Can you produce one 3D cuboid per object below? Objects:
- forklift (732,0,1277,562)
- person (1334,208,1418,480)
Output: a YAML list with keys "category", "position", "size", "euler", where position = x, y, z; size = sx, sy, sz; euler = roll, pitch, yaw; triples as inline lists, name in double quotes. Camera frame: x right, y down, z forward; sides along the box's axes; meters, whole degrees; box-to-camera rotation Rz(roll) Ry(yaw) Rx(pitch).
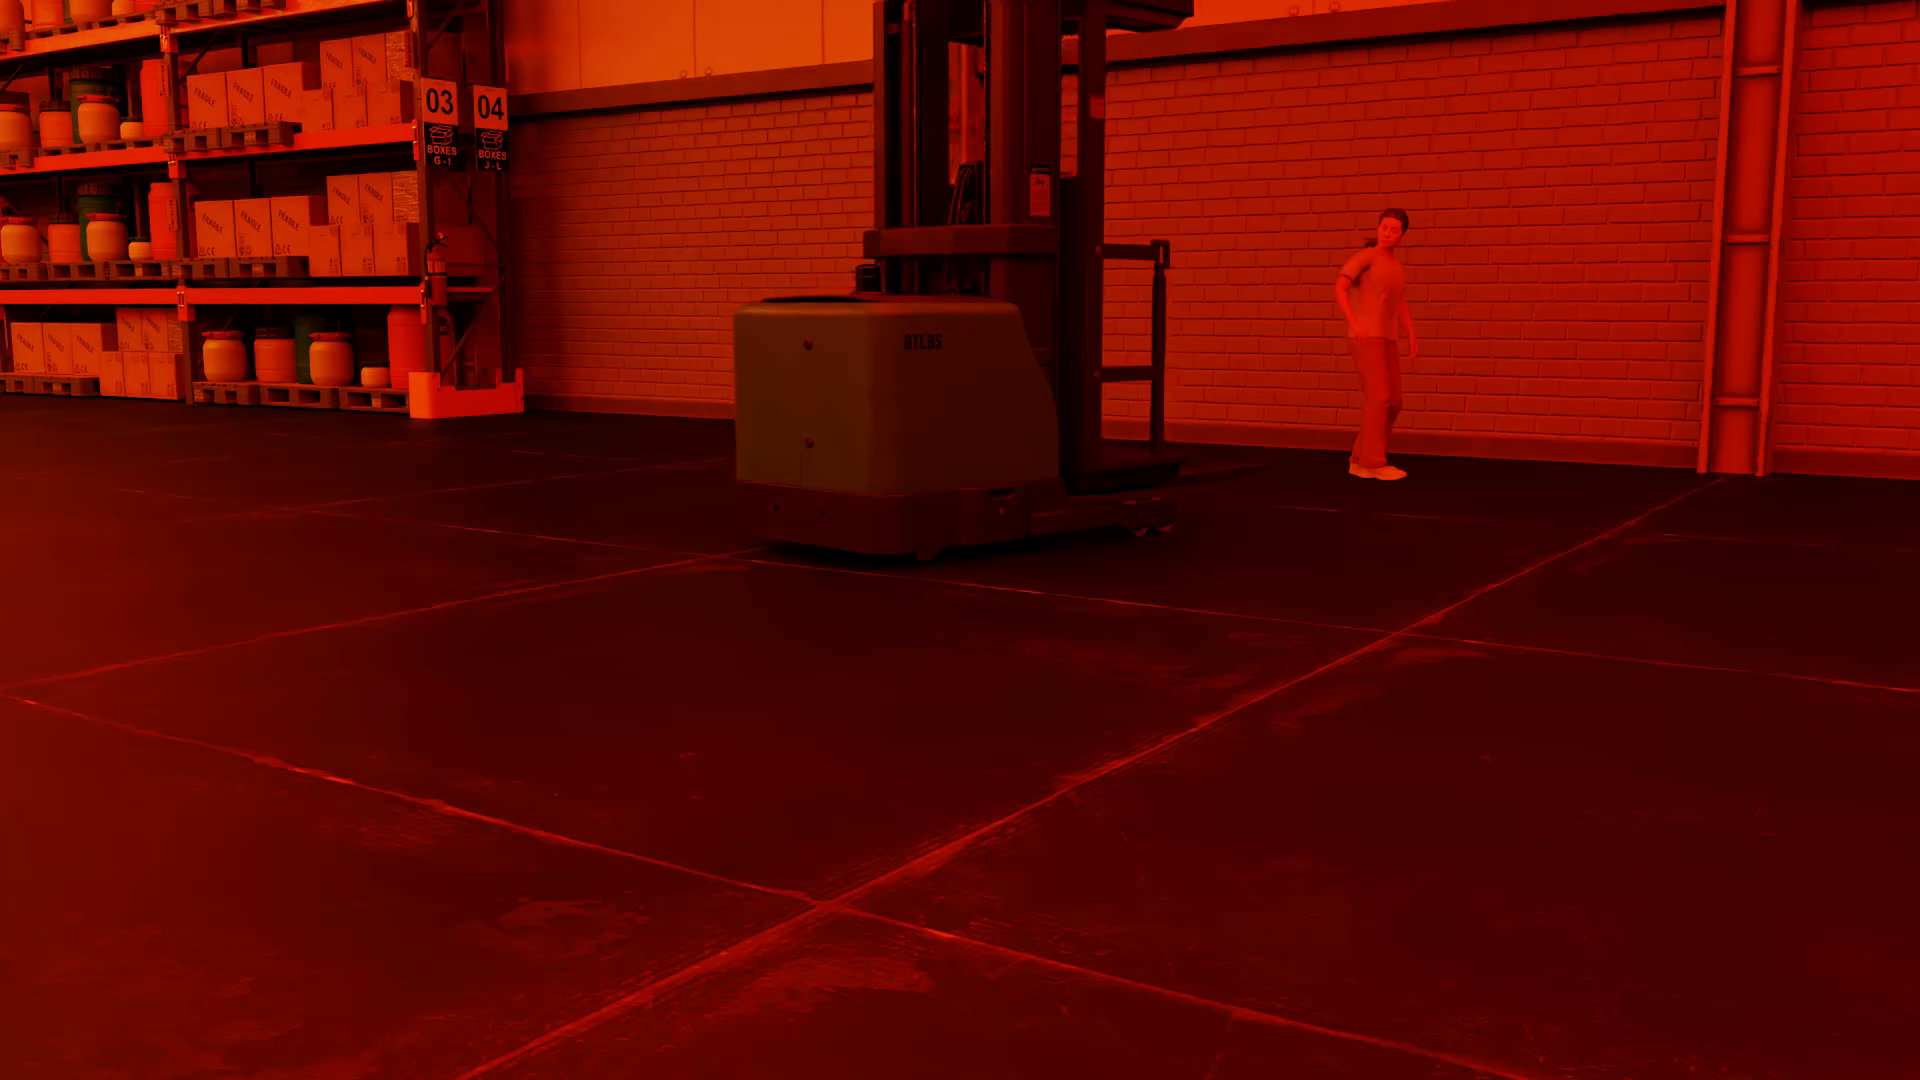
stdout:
- category: "forklift"
  position: [0.391, -1.516, 7.852]
  size: [1.130, 2.935, 3.031]
  euler: [8, 11, 44]
- category: "person"
  position: [2.632, -1.206, 10.246]
  size: [0.482, 1.650, 0.660]
  euler: [8, 11, 43]
